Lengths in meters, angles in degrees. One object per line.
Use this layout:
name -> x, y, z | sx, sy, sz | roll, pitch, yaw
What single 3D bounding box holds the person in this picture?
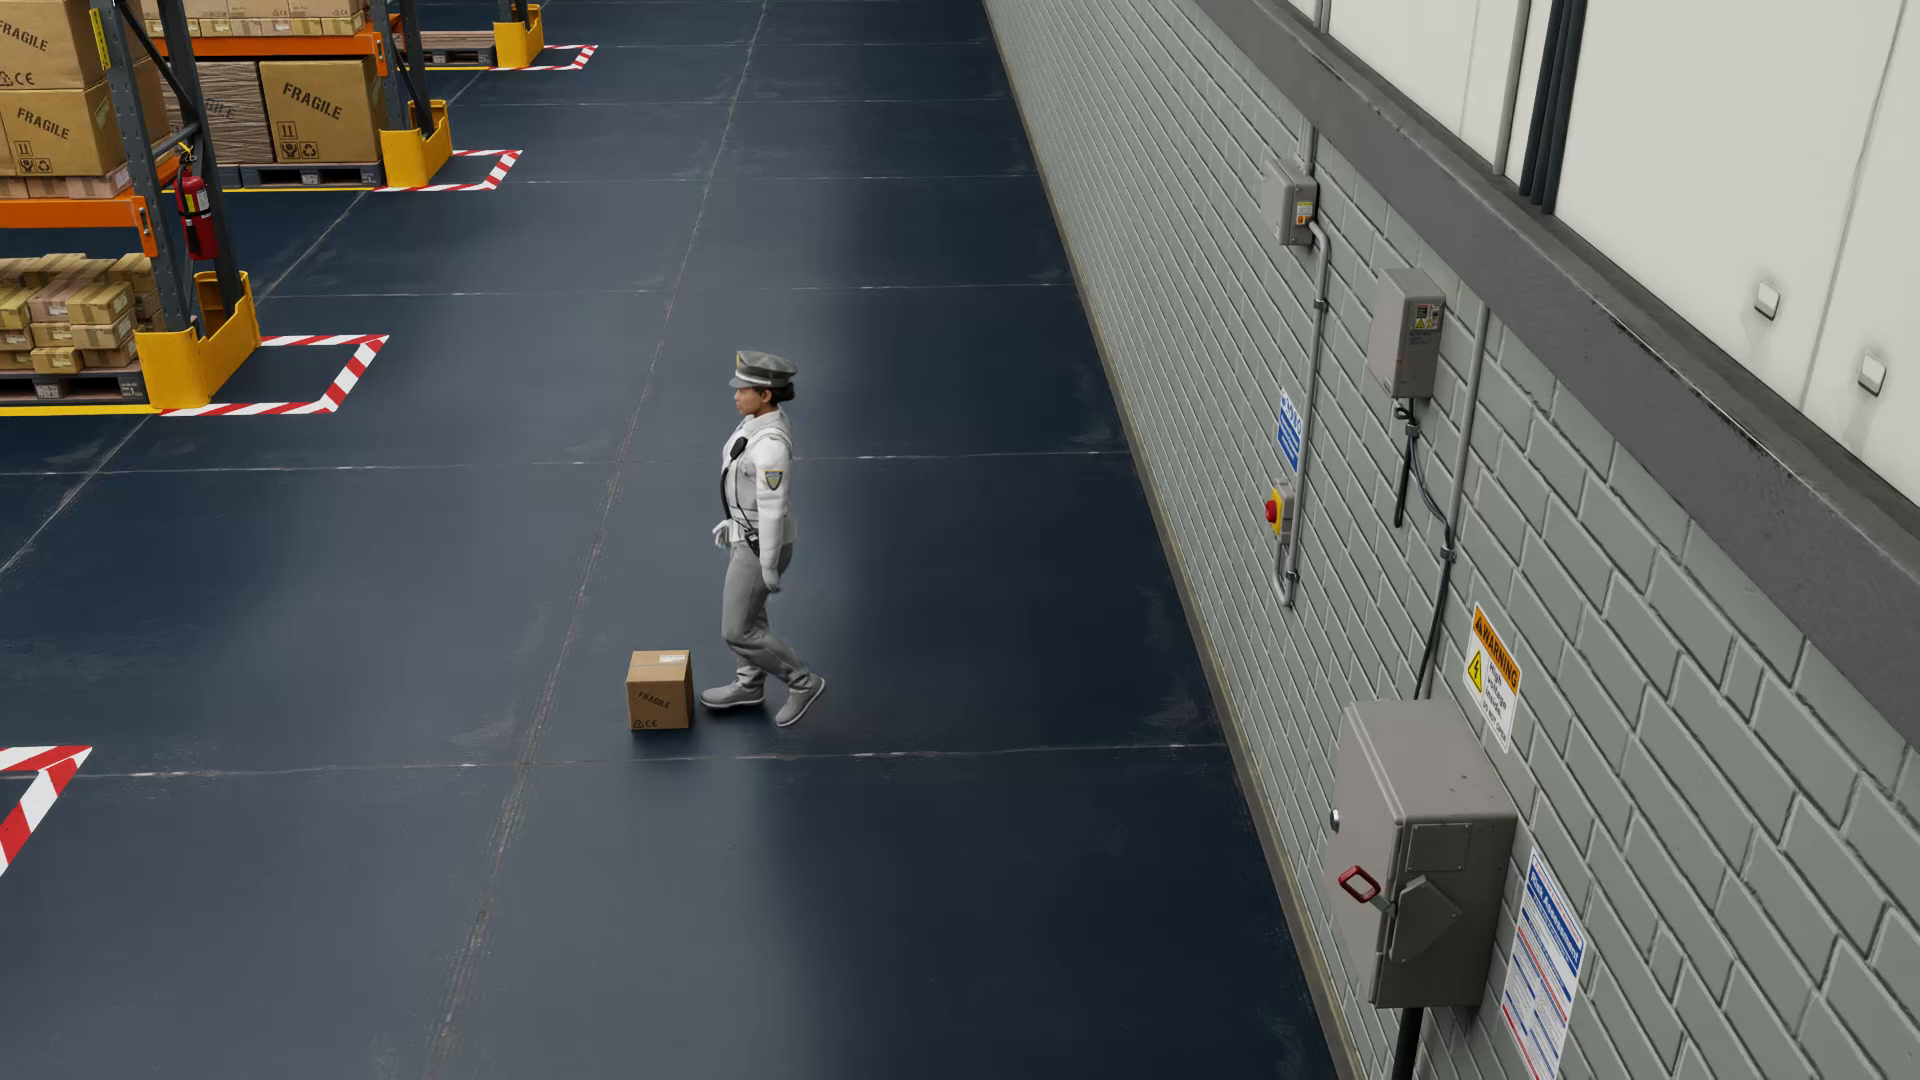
person -> -0.876, 0.004, 6.940 | 0.536, 1.672, 0.502 | -4, 28, -7
